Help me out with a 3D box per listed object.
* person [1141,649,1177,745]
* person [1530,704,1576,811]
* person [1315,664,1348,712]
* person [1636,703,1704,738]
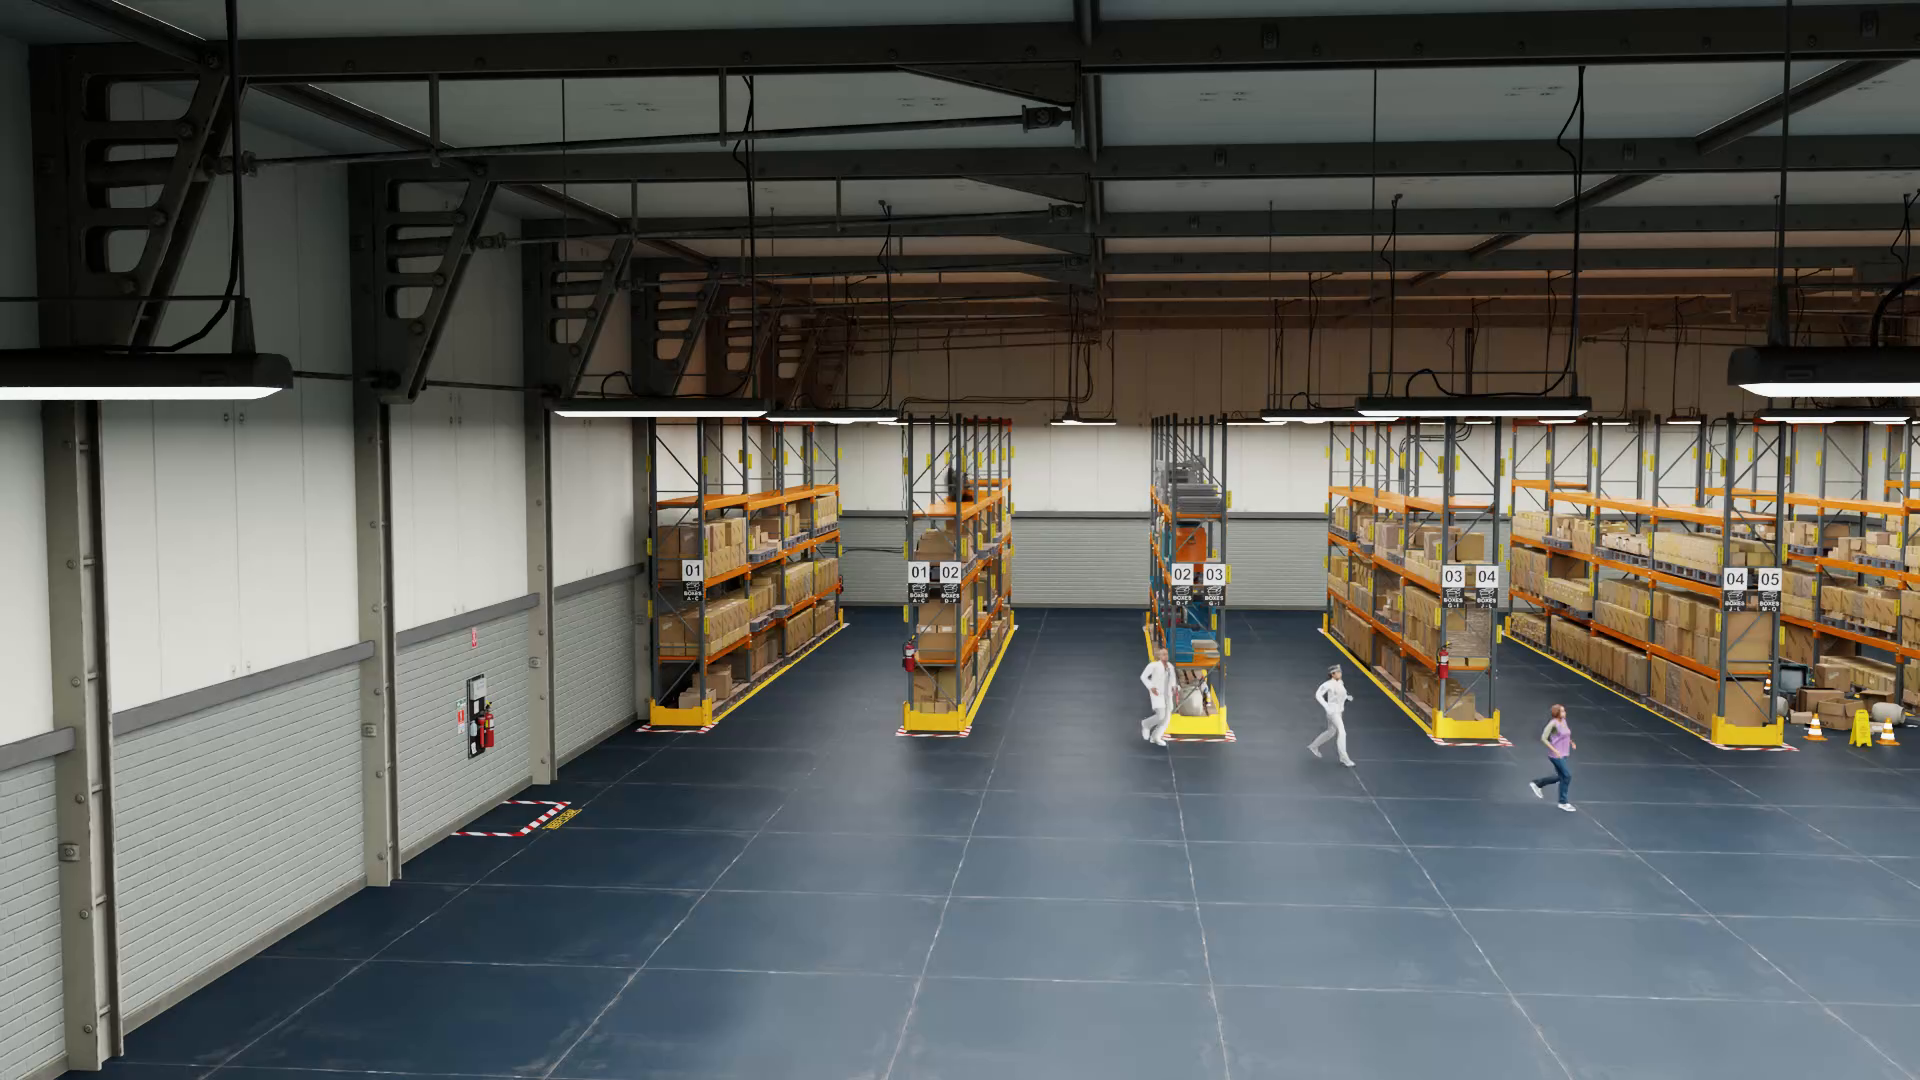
[{"bbox_3d":[3.643,2.832,30.157,0.739,1.731,0.592,-2,4,-30],"label":"person"},{"bbox_3d":[8.957,3.257,25.069,0.697,1.590,0.533,3,5,41],"label":"person"},{"bbox_3d":[6.389,2.512,28.404,0.451,0.818,0.597,3,5,36],"label":"person"},{"bbox_3d":[18.031,2.404,36.950,8.407,1.721,12.763,0,4,1],"label":"person"}]
